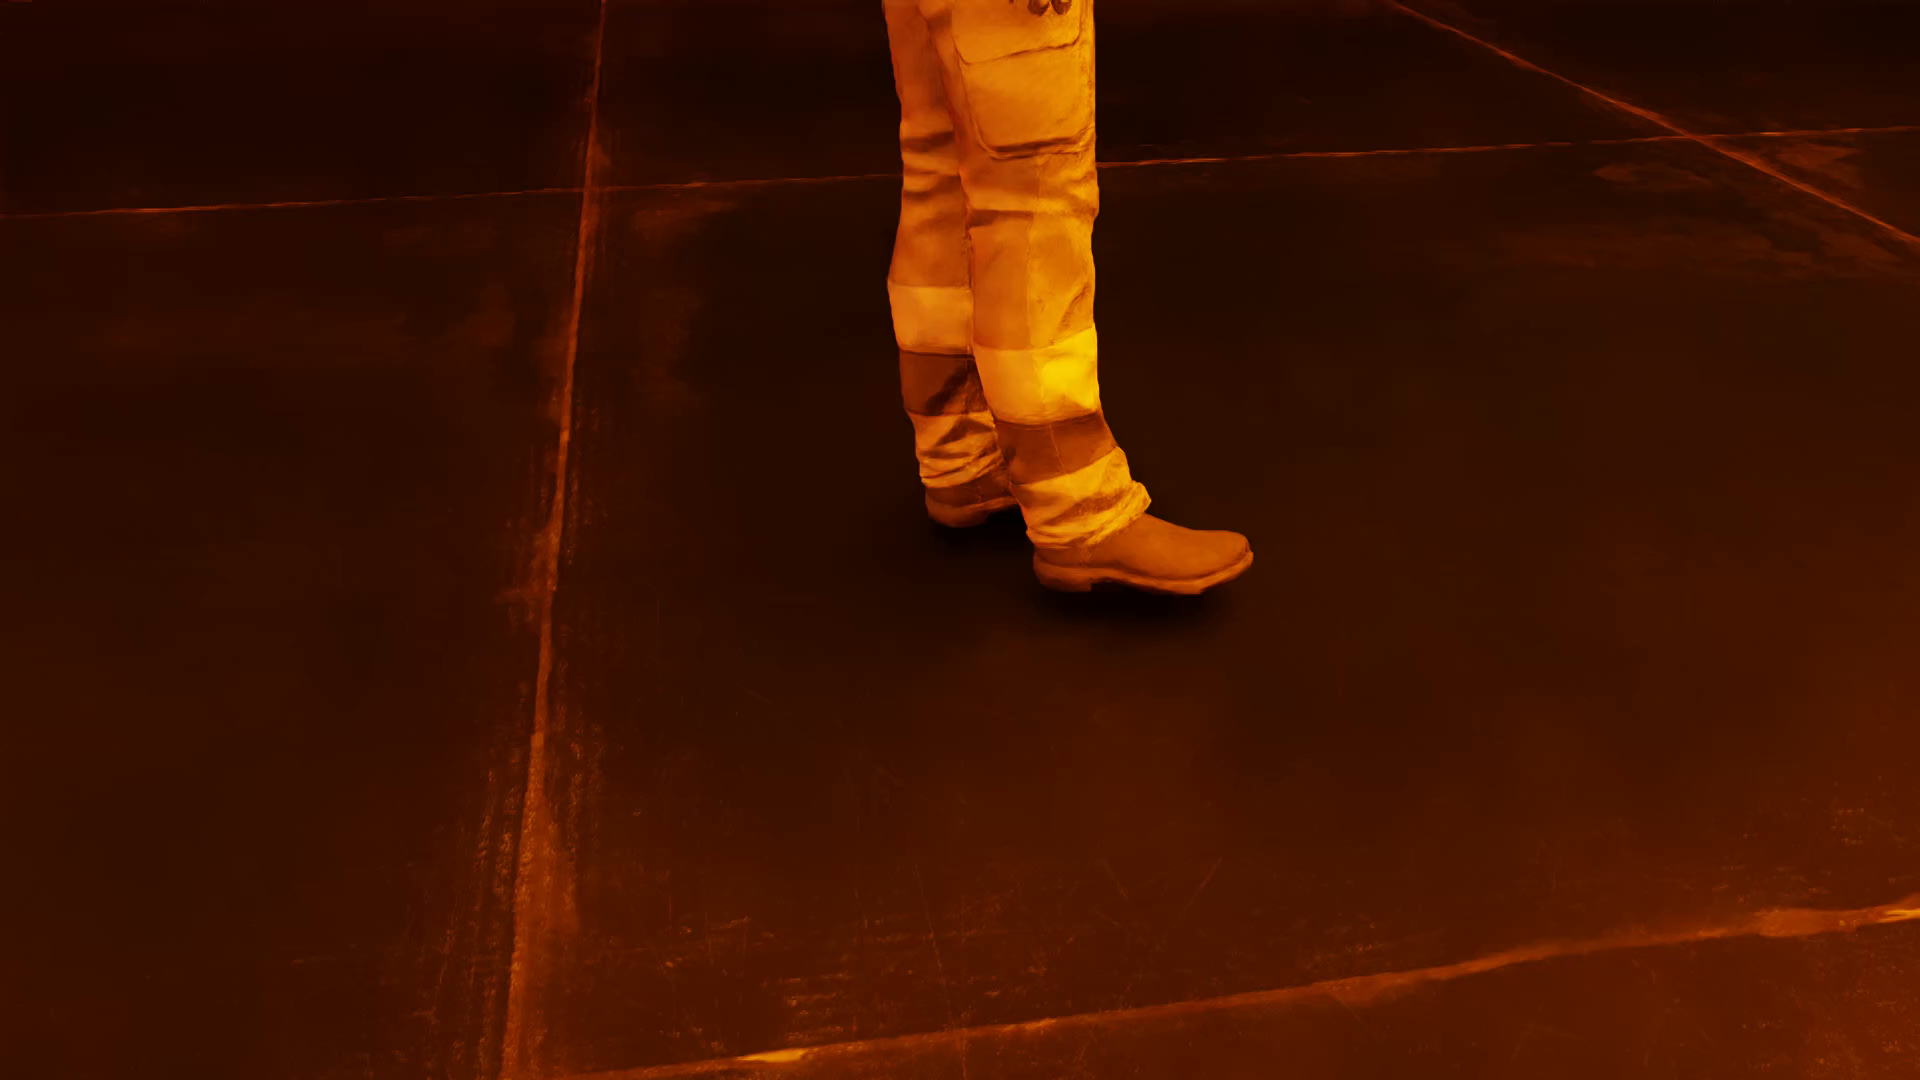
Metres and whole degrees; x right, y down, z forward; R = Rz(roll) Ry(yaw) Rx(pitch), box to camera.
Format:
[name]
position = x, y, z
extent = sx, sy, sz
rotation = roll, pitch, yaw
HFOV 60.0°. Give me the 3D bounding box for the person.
[person]
position = 0.081, -0.833, 2.061
extent = 0.563, 1.787, 0.637
rotation = -5, 28, -9
